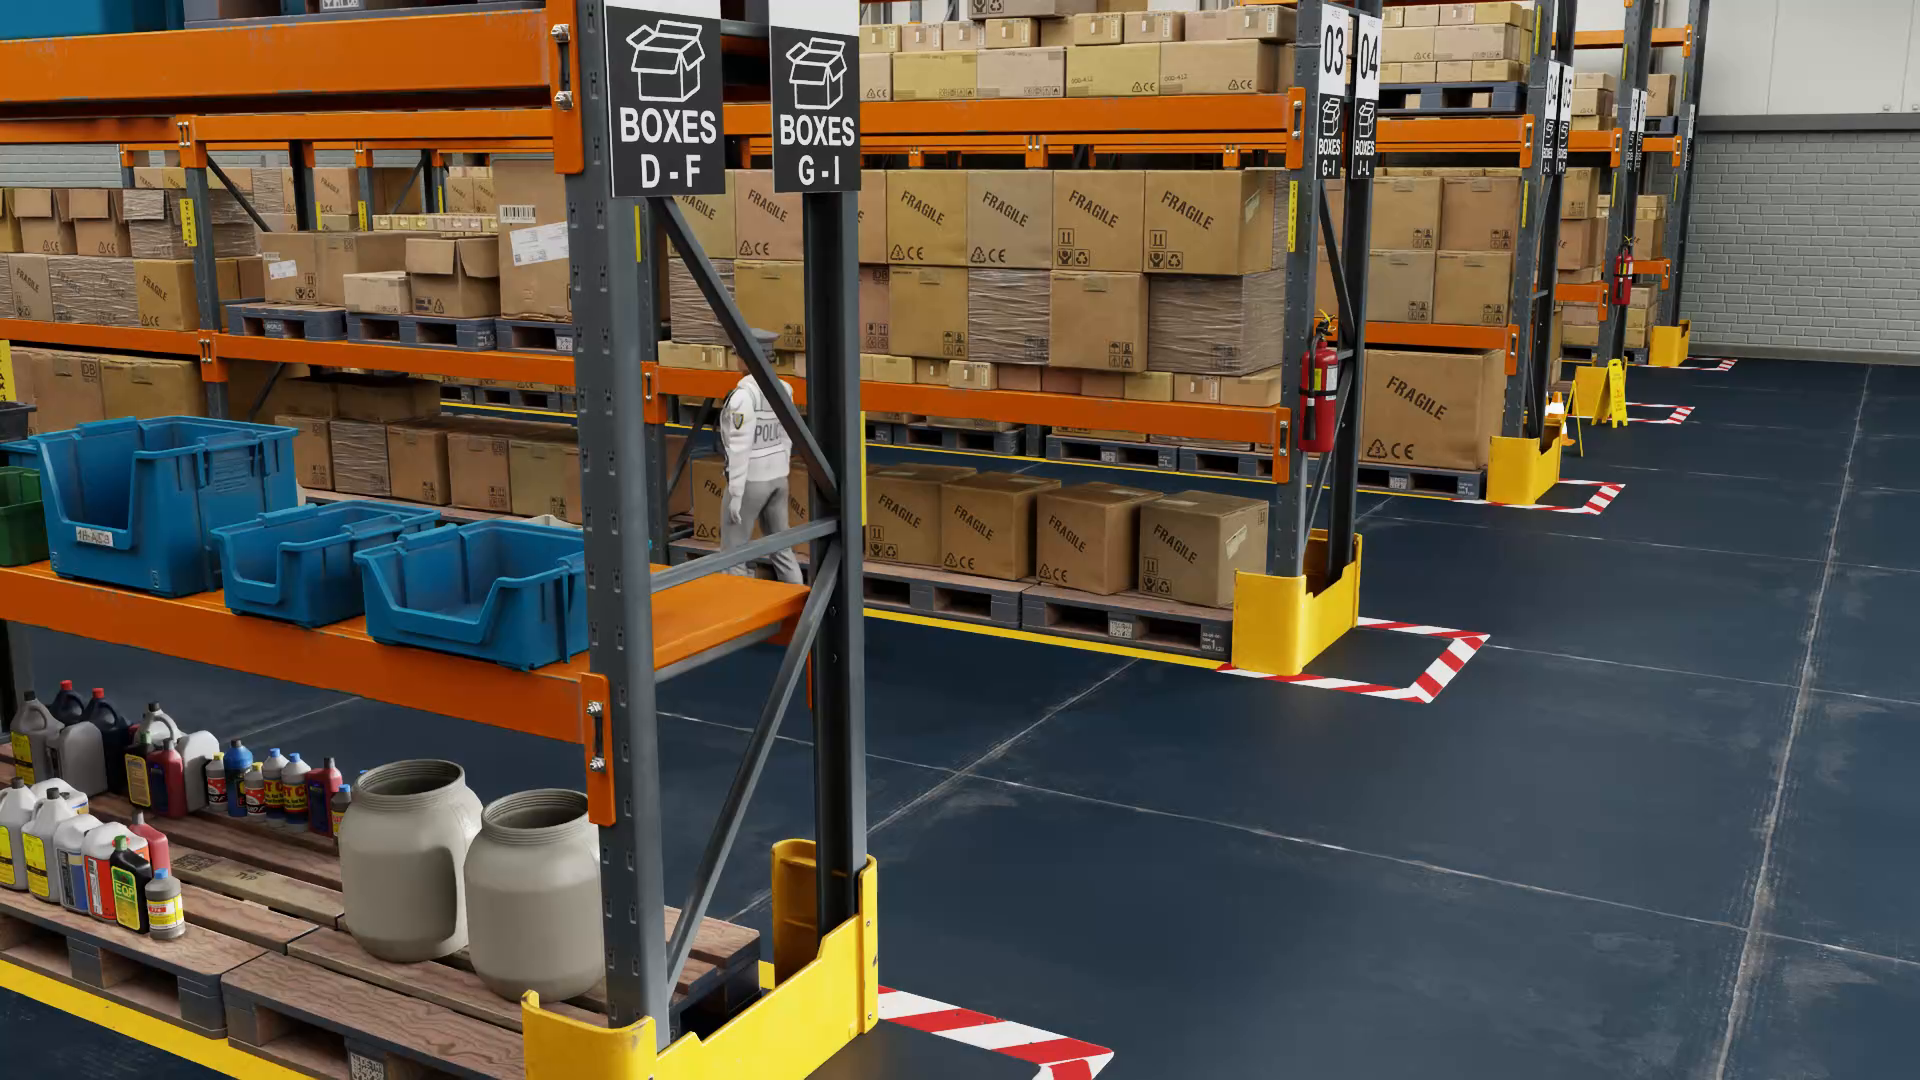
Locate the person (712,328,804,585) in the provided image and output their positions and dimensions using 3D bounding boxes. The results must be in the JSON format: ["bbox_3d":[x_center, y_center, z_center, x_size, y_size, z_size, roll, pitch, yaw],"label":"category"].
[{"bbox_3d":[-1.106,-0.277,8.702,0.583,1.666,0.491,7,14,28],"label":"person"}]
